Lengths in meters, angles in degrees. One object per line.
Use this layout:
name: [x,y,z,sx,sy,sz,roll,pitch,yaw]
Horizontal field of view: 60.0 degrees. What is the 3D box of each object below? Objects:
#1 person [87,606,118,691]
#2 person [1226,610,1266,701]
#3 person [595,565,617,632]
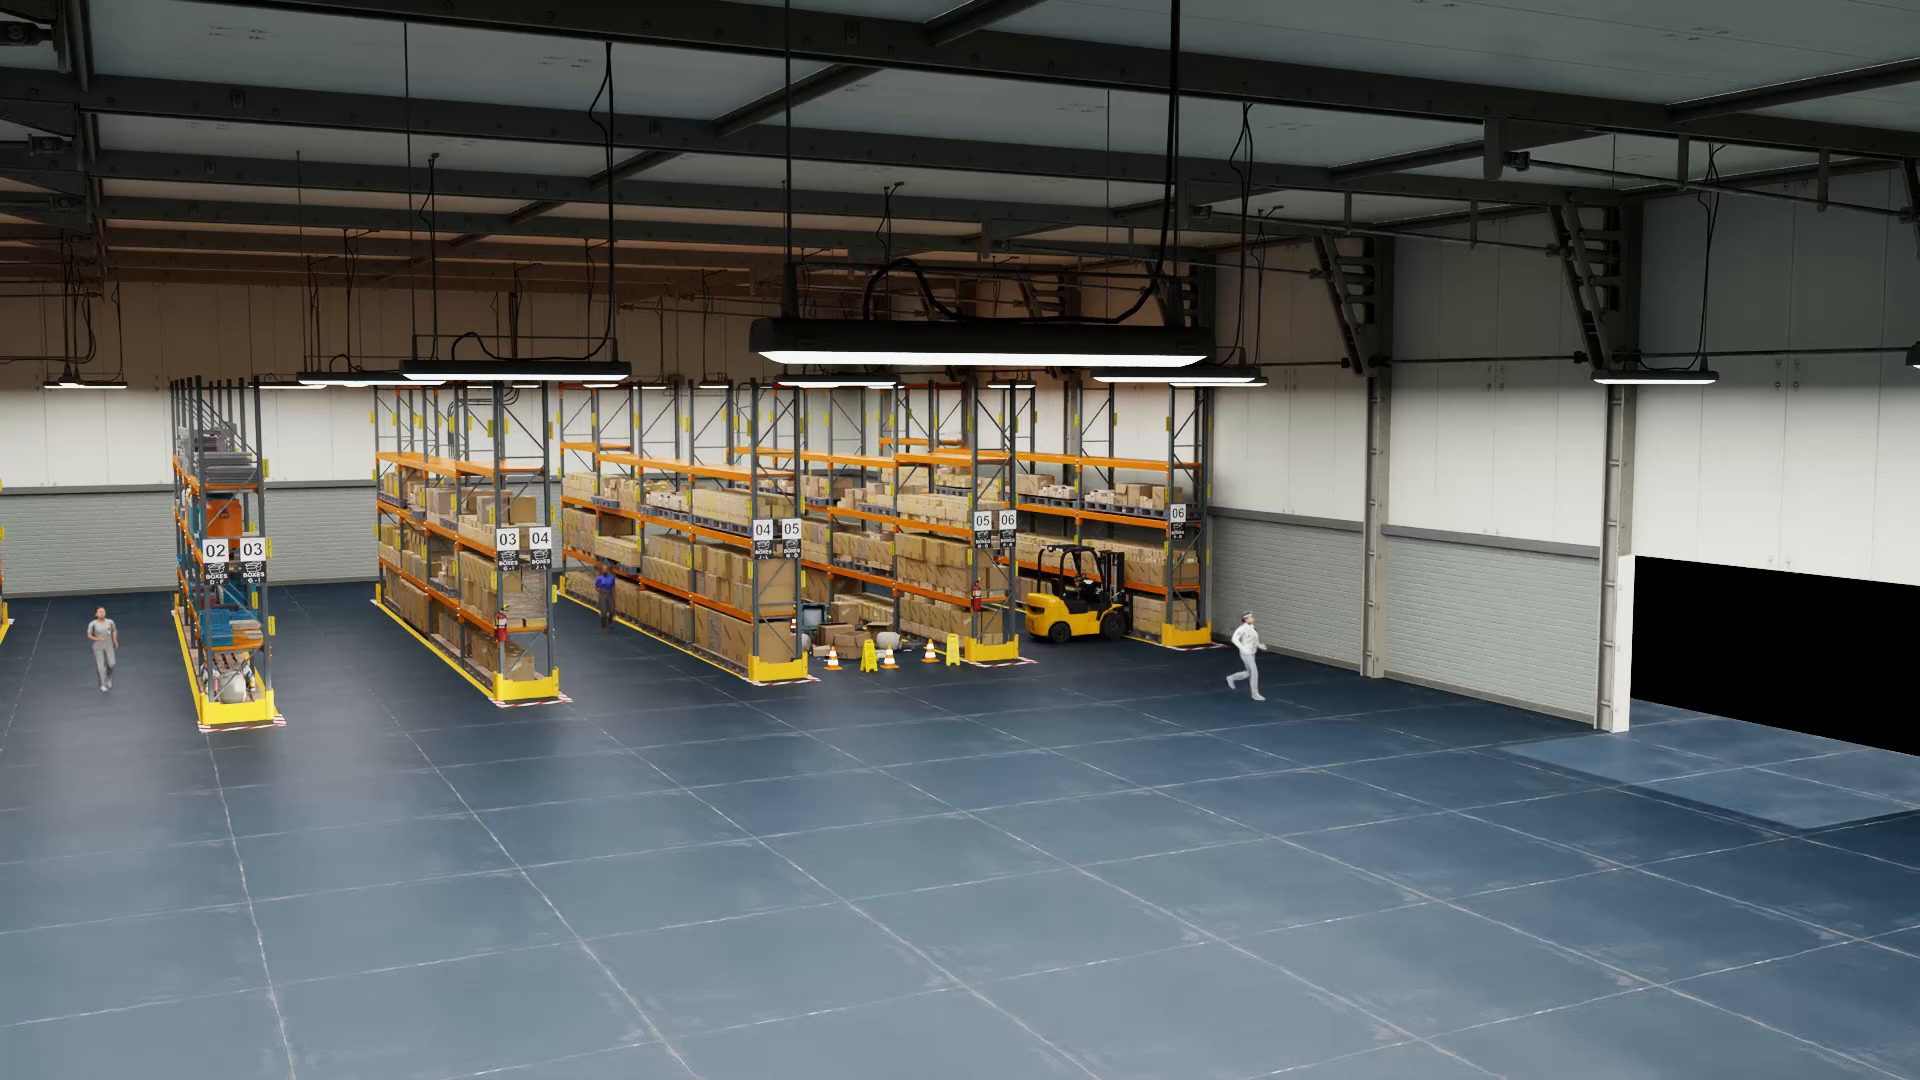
person: [-16.352,2.077,31.776,0.549,1.633,0.577,-4,7,-39]
person: [5.338,2.138,31.068,0.826,1.694,0.618,3,6,33]
person: [-8.388,1.400,39.531,0.548,1.605,0.600,-3,6,-27]
